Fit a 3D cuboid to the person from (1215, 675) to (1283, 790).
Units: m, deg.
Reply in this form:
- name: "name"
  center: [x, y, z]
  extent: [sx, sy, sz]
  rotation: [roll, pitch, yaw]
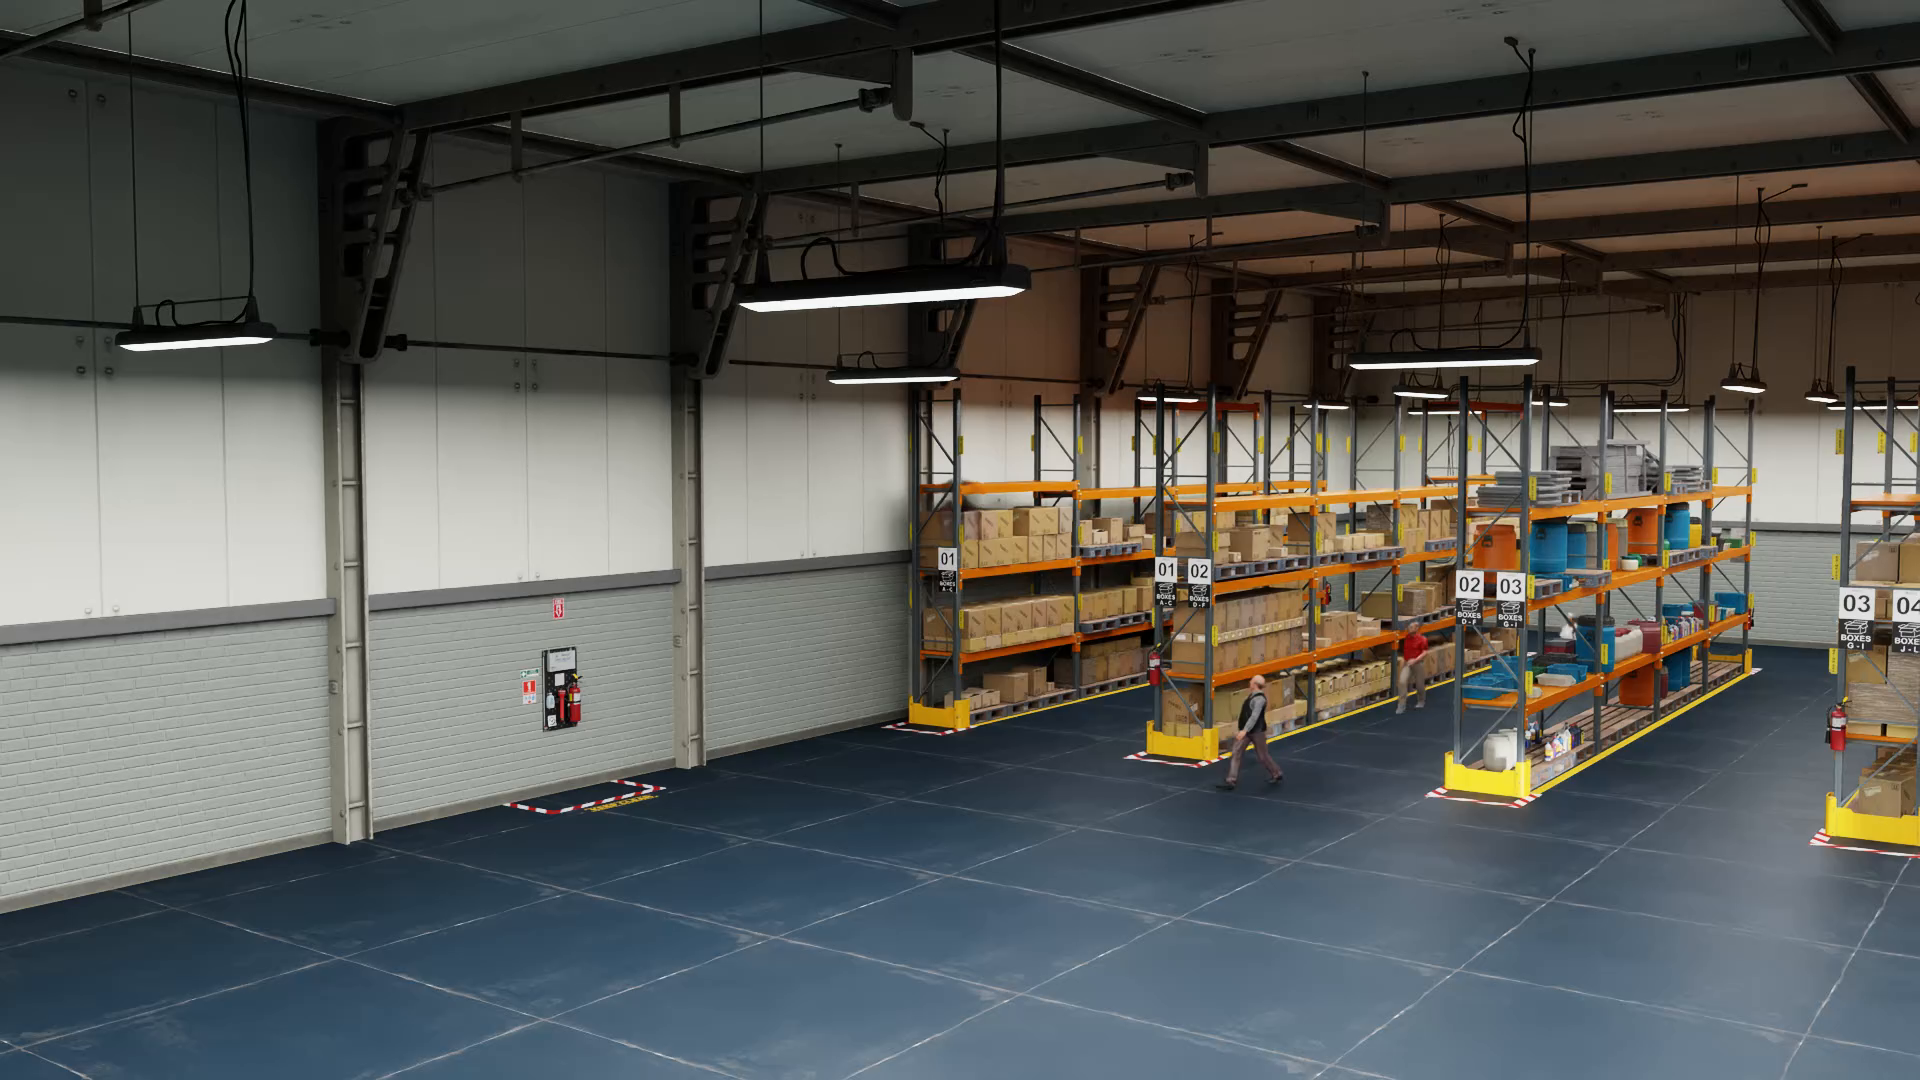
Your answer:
- name: "person"
  center: [4.238, 2.792, 24.119]
  extent: [1.054, 1.677, 0.500]
  rotation: [-2, 4, -37]

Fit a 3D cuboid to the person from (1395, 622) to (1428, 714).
- name: "person"
  center: [8.551, 2.394, 31.288]
  extent: [0.551, 1.719, 0.975]
  rotation: [2, 4, 36]

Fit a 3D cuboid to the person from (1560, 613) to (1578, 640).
- name: "person"
  center: [12.346, 2.281, 33.578]
  extent: [0.467, 1.607, 0.976]
  rotation: [2, 4, 35]
